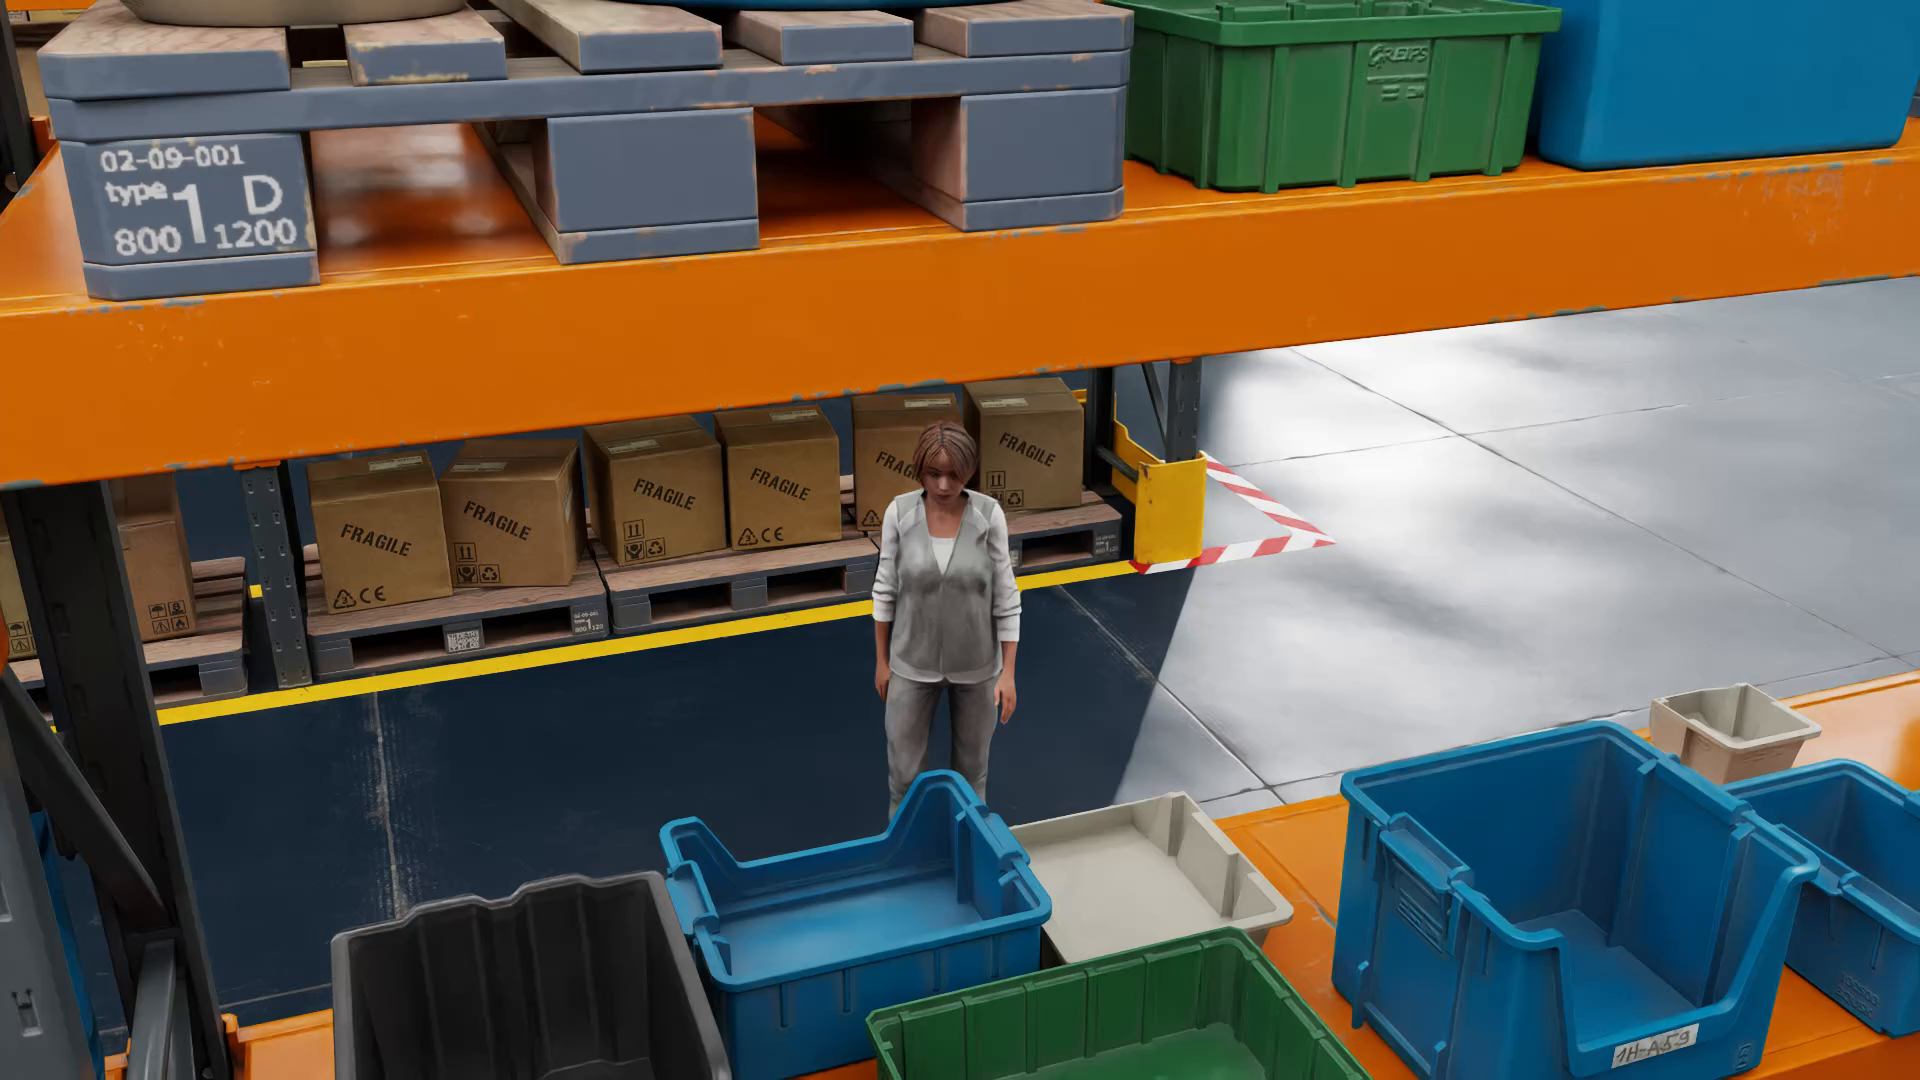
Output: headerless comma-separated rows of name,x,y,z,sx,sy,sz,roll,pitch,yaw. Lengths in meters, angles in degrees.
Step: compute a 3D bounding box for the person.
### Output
person,-0.043,0.442,5.057,0.458,1.634,0.424,0,23,0
